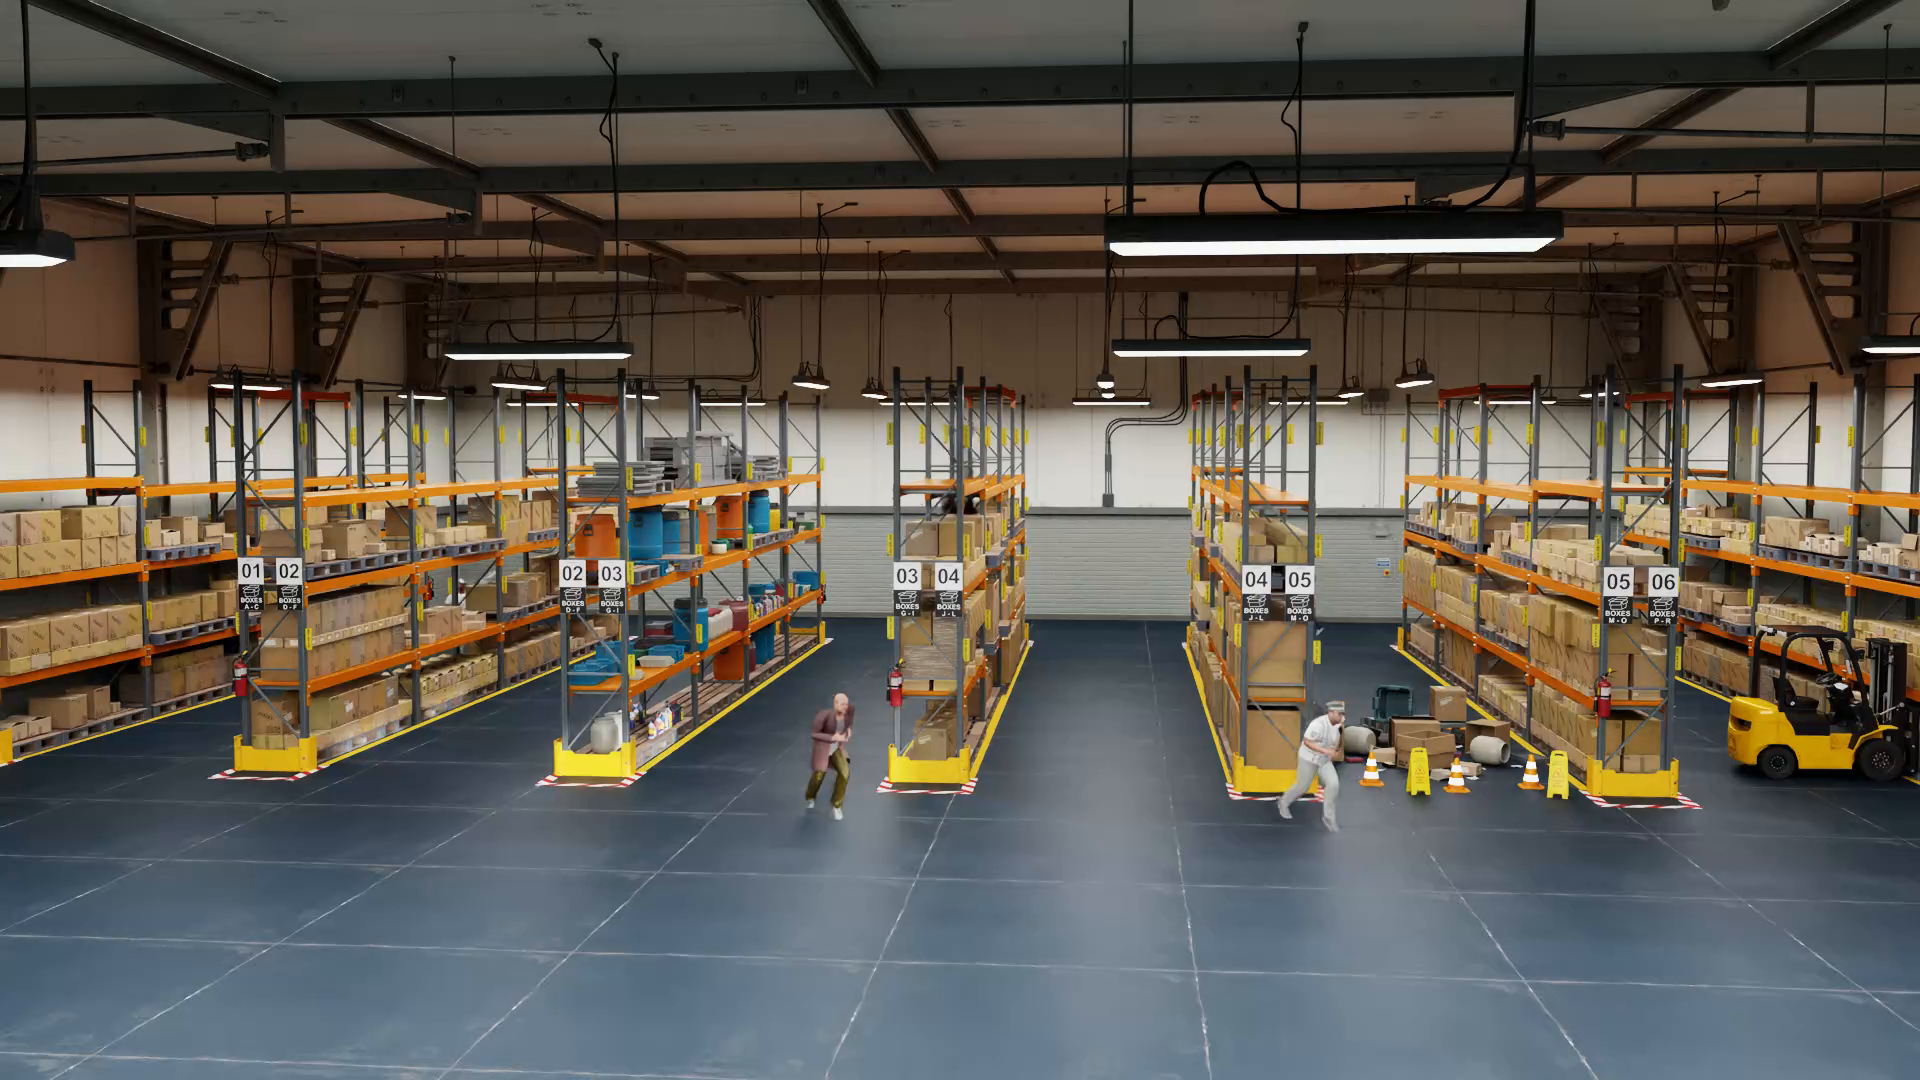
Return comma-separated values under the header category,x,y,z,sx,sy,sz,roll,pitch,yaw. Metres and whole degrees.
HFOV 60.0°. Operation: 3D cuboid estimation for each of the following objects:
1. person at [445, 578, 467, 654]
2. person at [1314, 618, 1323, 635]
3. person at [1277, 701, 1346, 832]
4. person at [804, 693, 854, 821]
category,x,y,z,sx,sy,sz,roll,pitch,yaw
person,-11.341,1.744,37.739,0.701,1.754,0.963,0,4,-3
person,8.581,1.621,41.246,0.891,1.588,0.535,-1,4,-14
person,4.520,2.875,21.378,0.707,1.721,1.023,-3,5,-41
person,-1.730,2.835,21.922,0.751,1.727,1.071,-3,4,-36
